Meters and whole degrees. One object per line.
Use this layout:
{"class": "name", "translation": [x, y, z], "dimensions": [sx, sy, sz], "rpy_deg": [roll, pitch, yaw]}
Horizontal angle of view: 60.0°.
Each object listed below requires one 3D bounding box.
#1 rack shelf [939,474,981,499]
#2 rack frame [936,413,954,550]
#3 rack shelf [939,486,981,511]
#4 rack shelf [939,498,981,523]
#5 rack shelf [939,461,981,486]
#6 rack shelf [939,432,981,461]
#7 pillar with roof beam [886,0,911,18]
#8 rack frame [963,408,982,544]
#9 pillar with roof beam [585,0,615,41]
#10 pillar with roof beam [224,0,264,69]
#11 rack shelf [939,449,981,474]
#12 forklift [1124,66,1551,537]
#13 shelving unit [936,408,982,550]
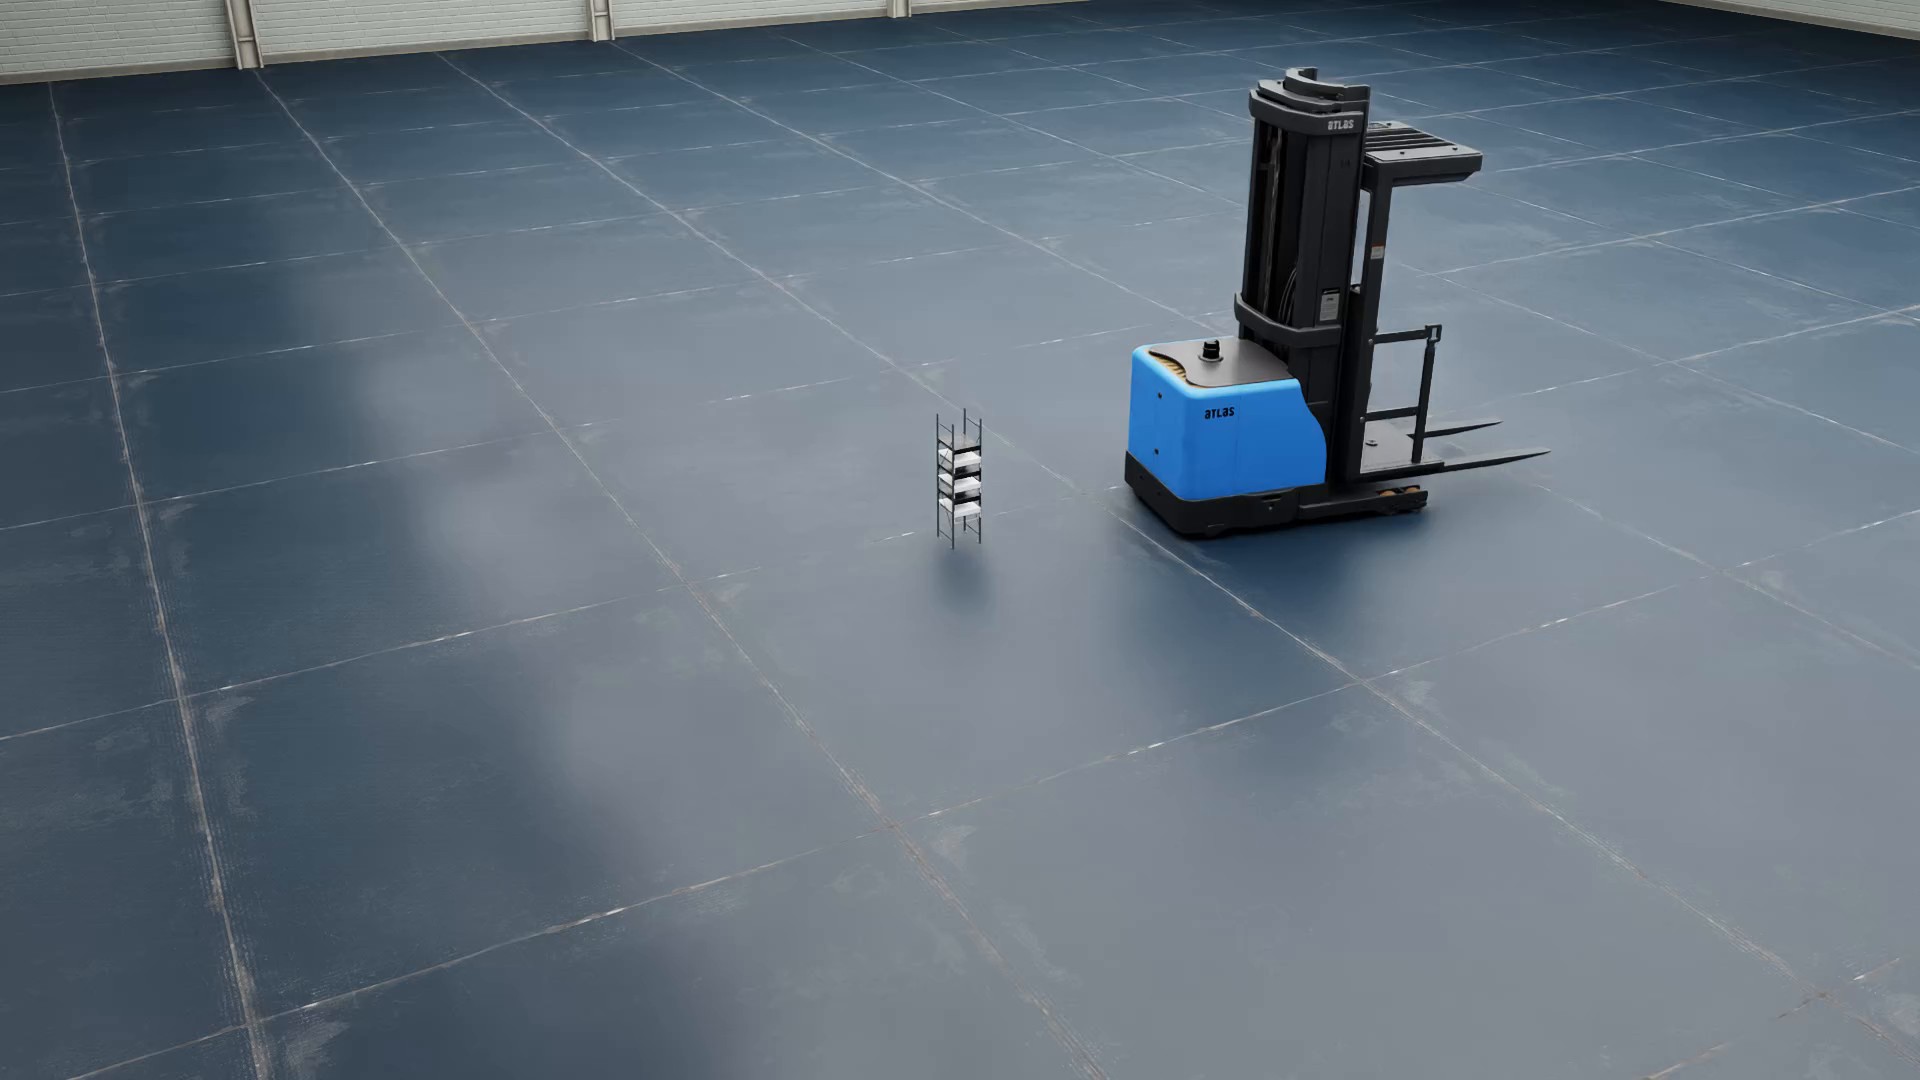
{"class": "rack shelf", "translation": [-0.007, -0.374, 11.066], "dimensions": [0.200, 0.077, 0.258], "rpy_deg": [-13, 29, -25]}
{"class": "rack frame", "translation": [-0.097, -0.383, 11.009], "dimensions": [0.006, 0.900, 0.240], "rpy_deg": [-13, 29, -25]}
{"class": "rack shelf", "translation": [-0.007, -0.293, 11.105], "dimensions": [0.200, 0.077, 0.258], "rpy_deg": [-13, 29, -25]}
{"class": "rack shelf", "translation": [-0.007, -0.212, 11.144], "dimensions": [0.200, 0.077, 0.258], "rpy_deg": [-13, 29, -25]}
{"class": "rack shelf", "translation": [-0.007, -0.455, 11.027], "dimensions": [0.200, 0.077, 0.258], "rpy_deg": [-13, 29, -25]}
{"class": "rack shelf", "translation": [-0.007, -0.617, 10.949], "dimensions": [0.200, 0.077, 0.258], "rpy_deg": [-13, 29, -25]}
{"class": "pillar with roof beam", "translation": [0.824, -12.714, 27.334], "dimensions": [0.400, 9.000, 9.100], "rpy_deg": [-13, 29, -25]}
{"class": "rack frame", "translation": [0.083, -0.425, 11.095], "dimensions": [0.006, 0.900, 0.240], "rpy_deg": [-13, 29, -25]}
{"class": "pillar with roof beam", "translation": [-4.470, -11.492, 24.789], "dimensions": [0.400, 9.000, 9.100], "rpy_deg": [-13, 29, -25]}
{"class": "pillar with roof beam", "translation": [-9.764, -10.270, 22.244], "dimensions": [0.400, 9.000, 9.100], "rpy_deg": [-13, 29, -25]}
{"class": "rack shelf", "translation": [-0.007, -0.536, 10.988], "dimensions": [0.200, 0.077, 0.258], "rpy_deg": [-13, 29, -25]}
{"class": "forklift", "translation": [2.759, -1.704, 11.412], "dimensions": [3.031, 2.935, 1.130], "rpy_deg": [-8, 27, -16]}
{"class": "shelving unit", "translation": [-0.007, -0.404, 11.052], "dimensions": [0.210, 0.900, 0.258], "rpy_deg": [-13, 29, -25]}
